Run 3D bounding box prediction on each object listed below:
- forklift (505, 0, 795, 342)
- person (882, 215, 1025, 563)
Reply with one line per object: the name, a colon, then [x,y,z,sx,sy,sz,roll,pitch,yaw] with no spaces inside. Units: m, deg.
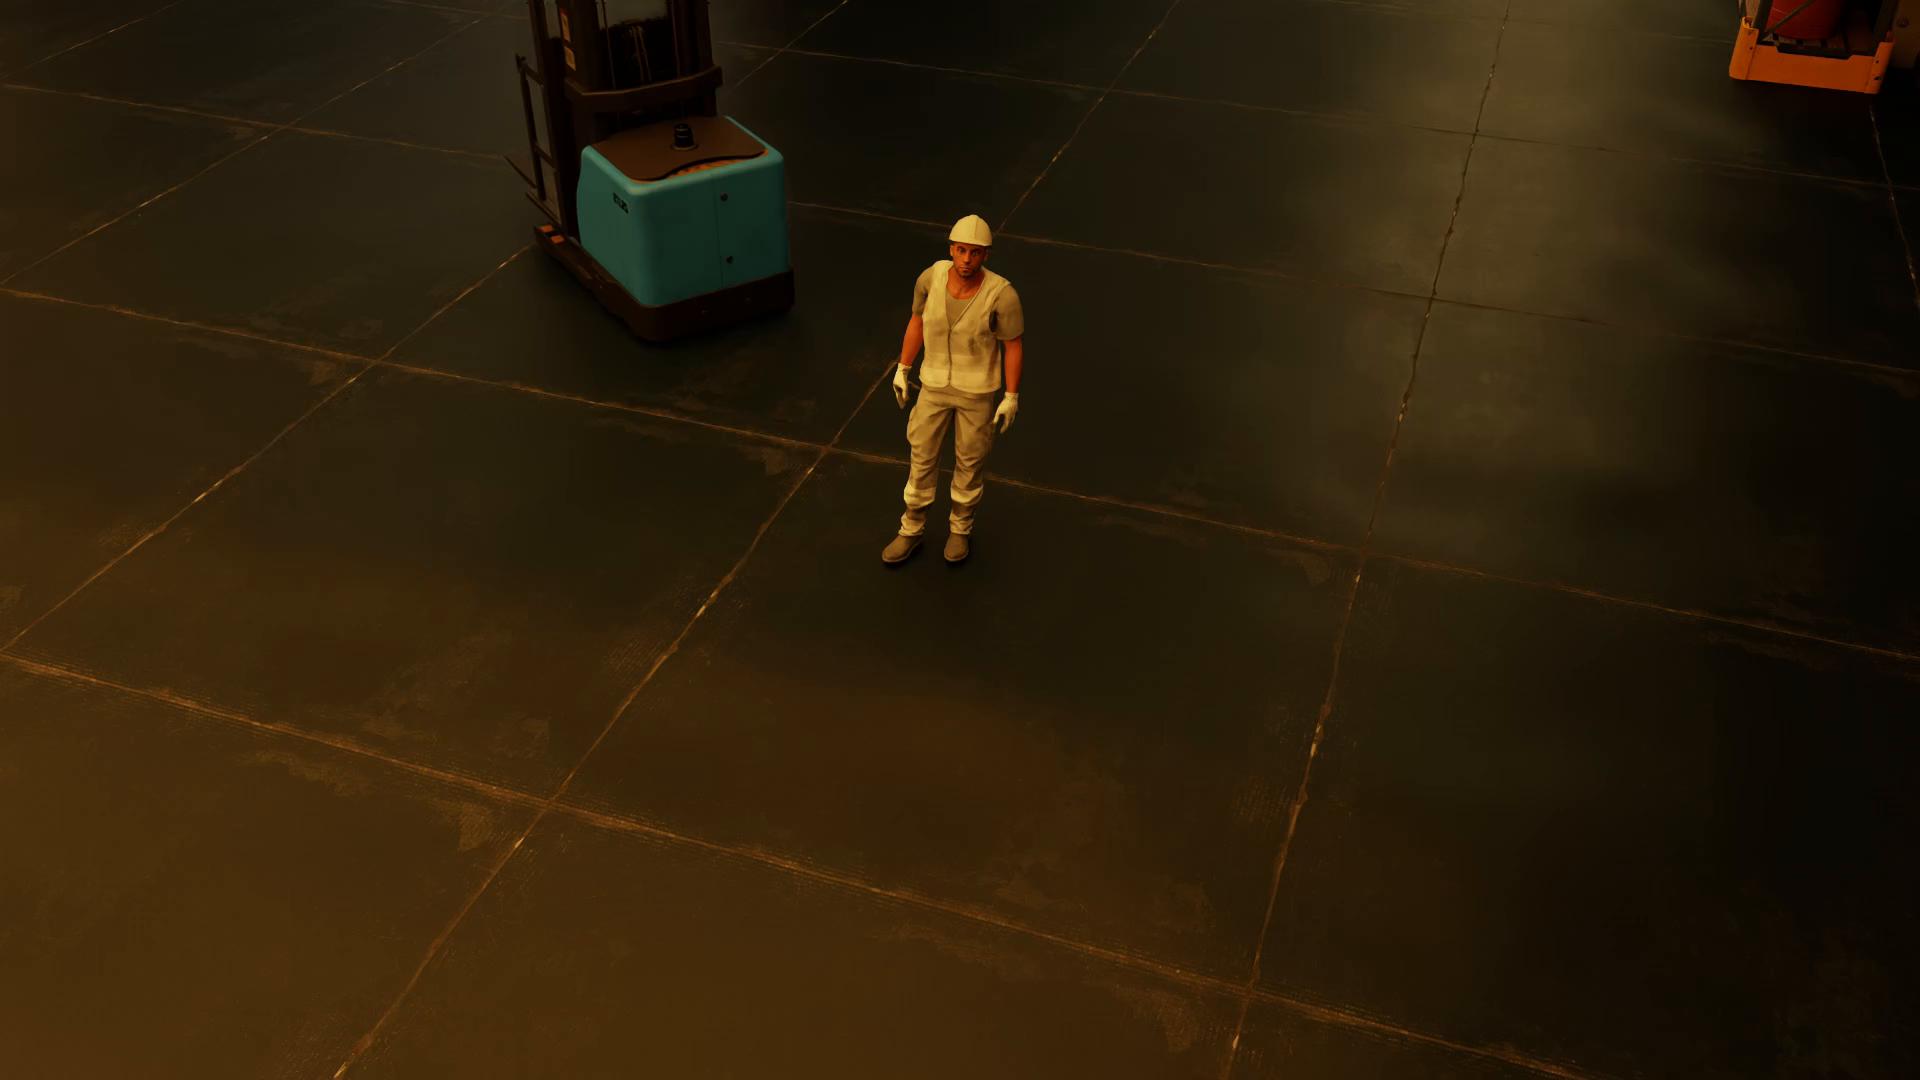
forklift: [-2.272,-3.235,10.673,1.130,2.935,3.031,-20,40,-26]
person: [-0.037,-0.693,8.064,0.638,1.789,0.562,12,37,16]
